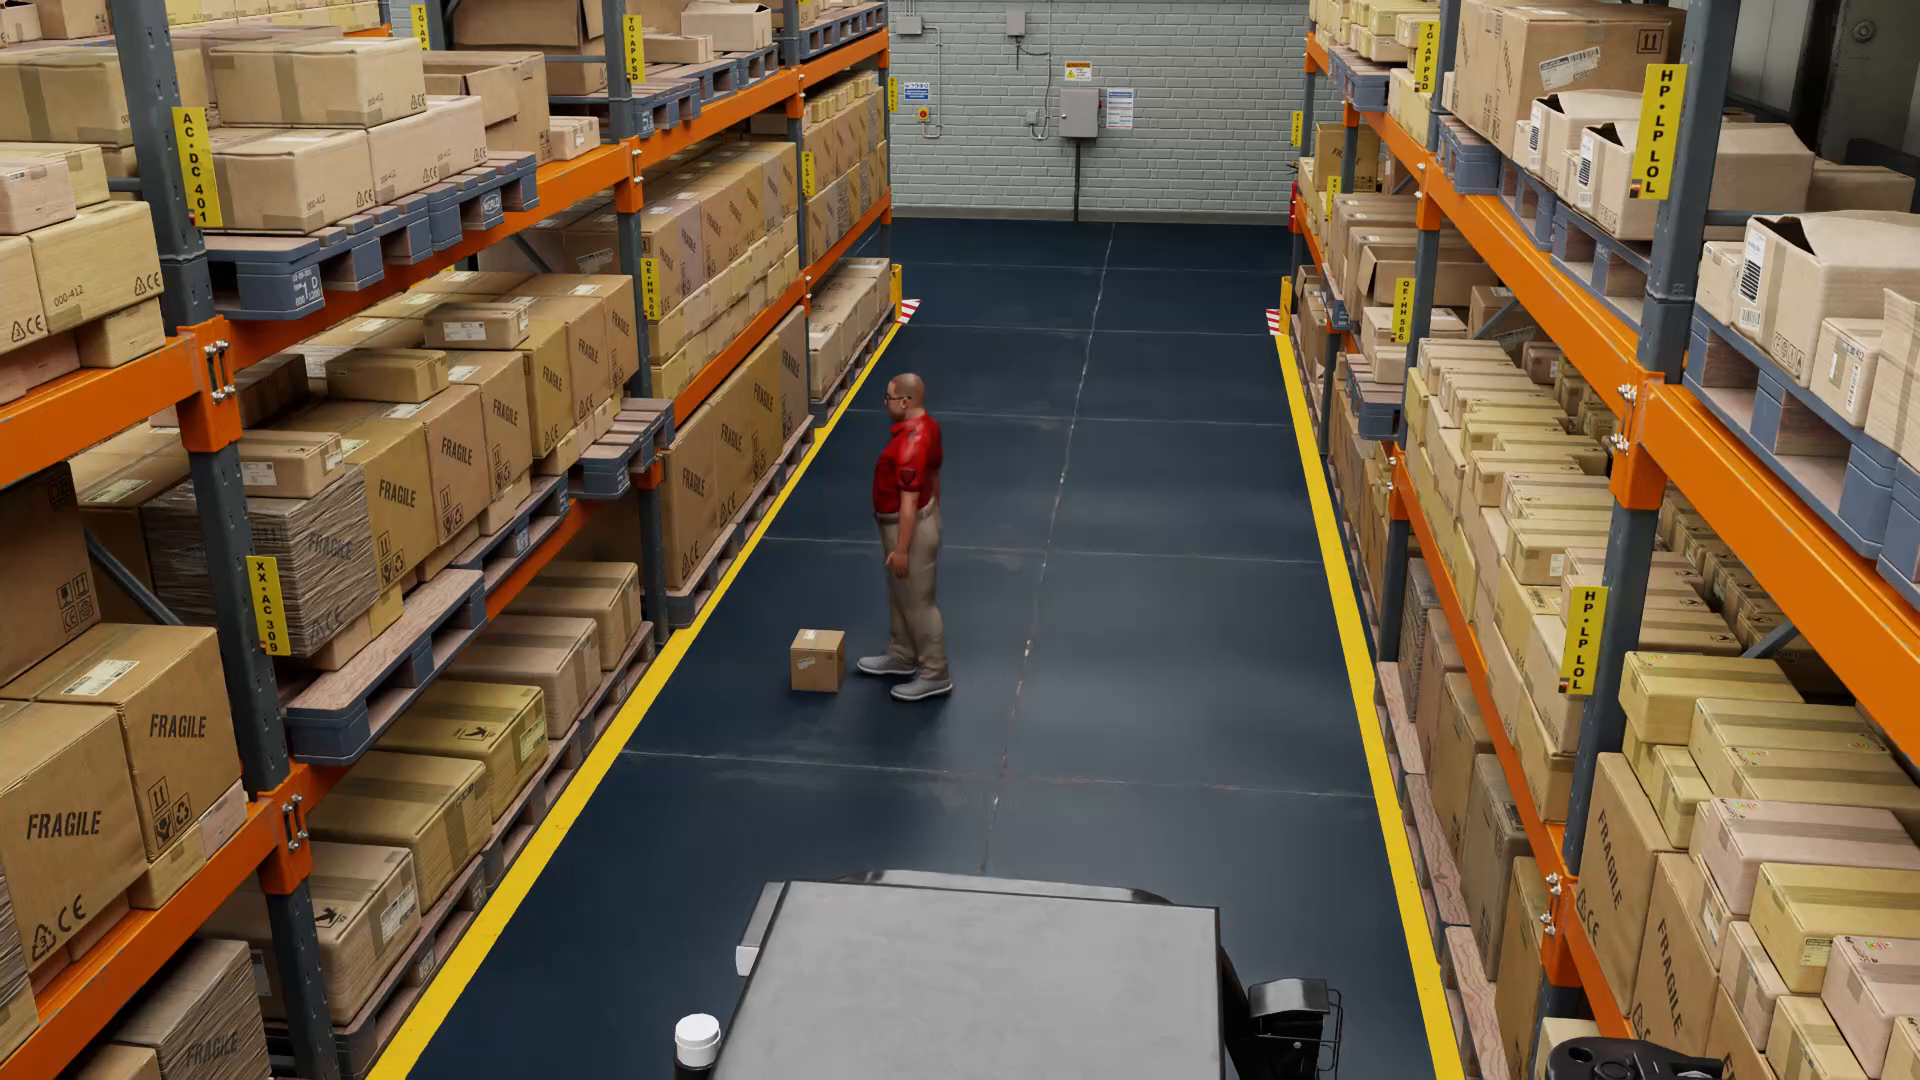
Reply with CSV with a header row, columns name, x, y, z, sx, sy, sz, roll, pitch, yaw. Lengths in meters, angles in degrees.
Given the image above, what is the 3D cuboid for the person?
name,x,y,z,sx,sy,sz,roll,pitch,yaw
person,-0.305,-0.032,8.658,0.557,1.728,0.562,3,21,7
